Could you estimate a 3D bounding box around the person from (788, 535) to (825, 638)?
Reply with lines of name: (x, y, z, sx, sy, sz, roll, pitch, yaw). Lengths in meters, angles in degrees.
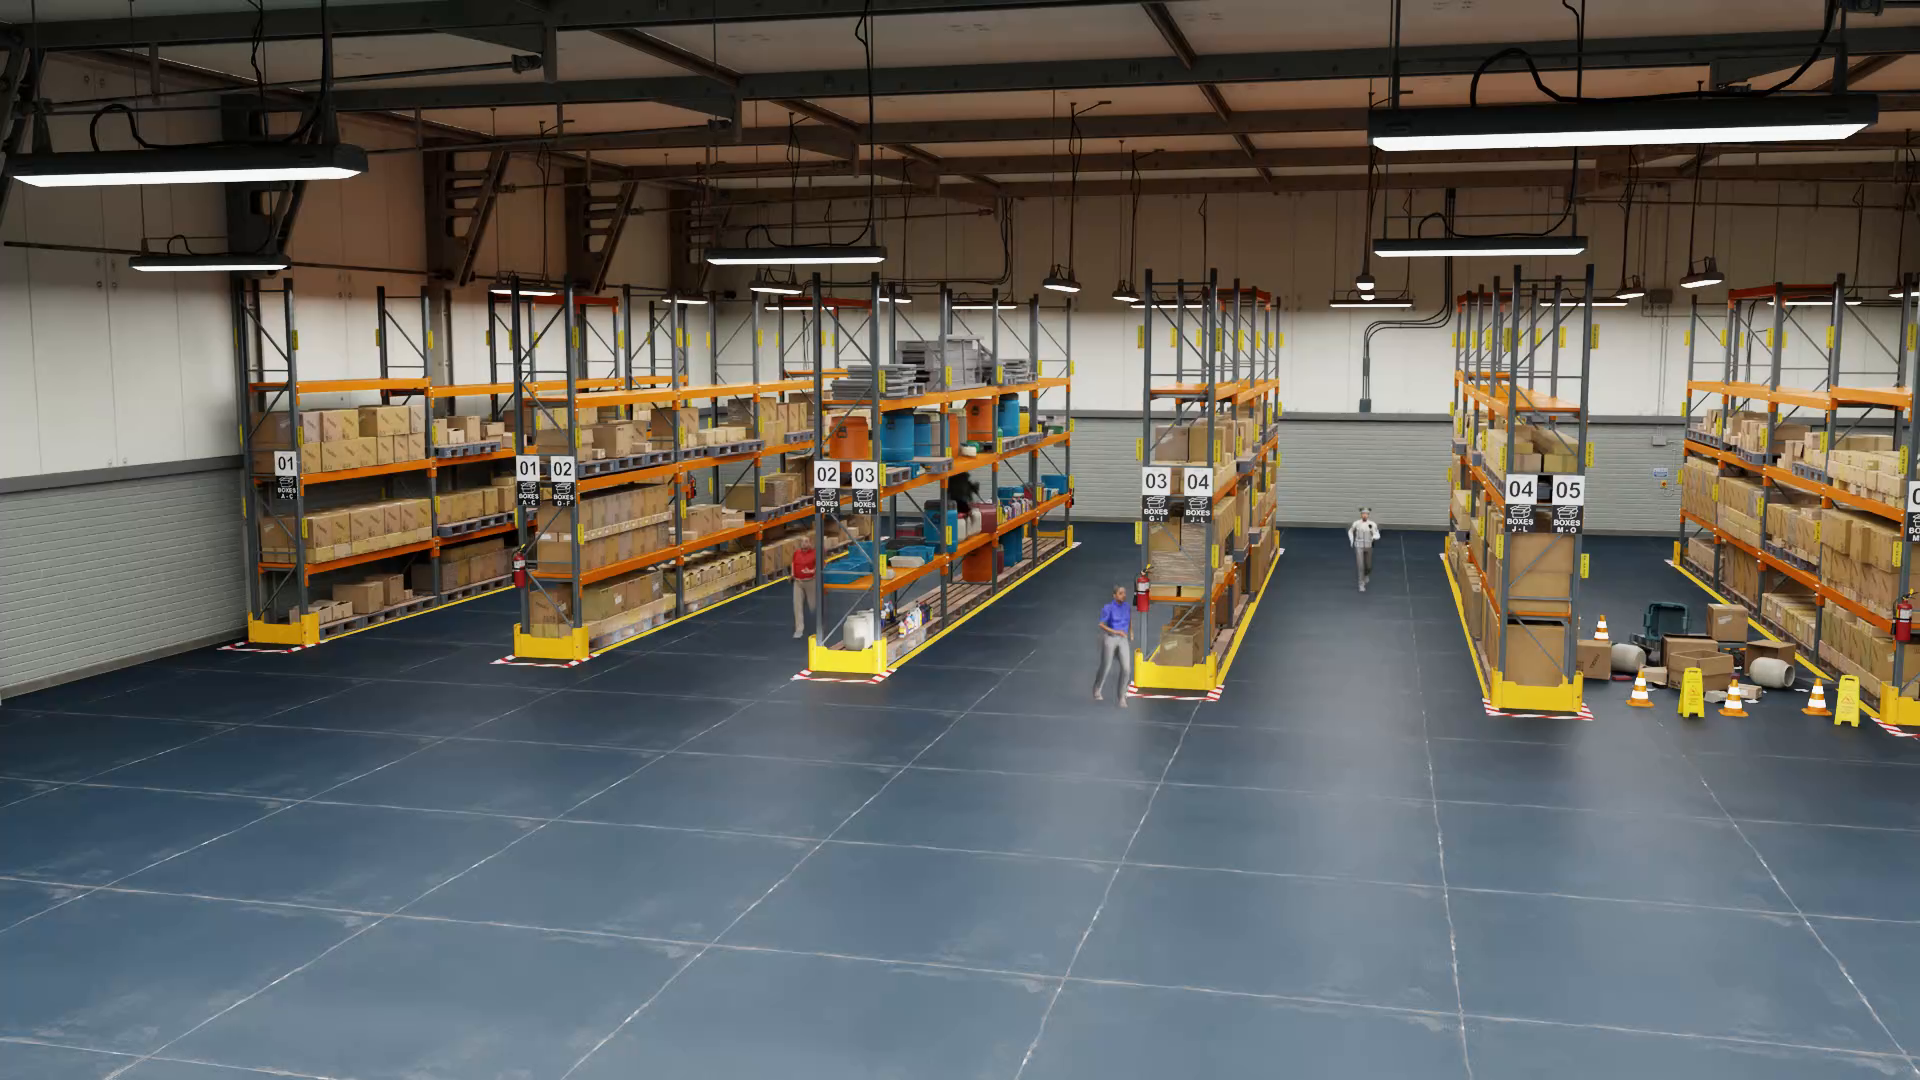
person: (-2.606, 0.768, 28.213, 0.673, 1.699, 0.944, 2, 7, 15)

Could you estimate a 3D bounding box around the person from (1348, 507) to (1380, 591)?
person: (8.123, 0.156, 33.452, 0.624, 1.669, 0.861, 1, 7, 10)

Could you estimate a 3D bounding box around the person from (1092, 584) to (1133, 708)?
person: (2.161, 1.473, 22.915, 0.606, 1.719, 0.704, -3, 8, -25)
